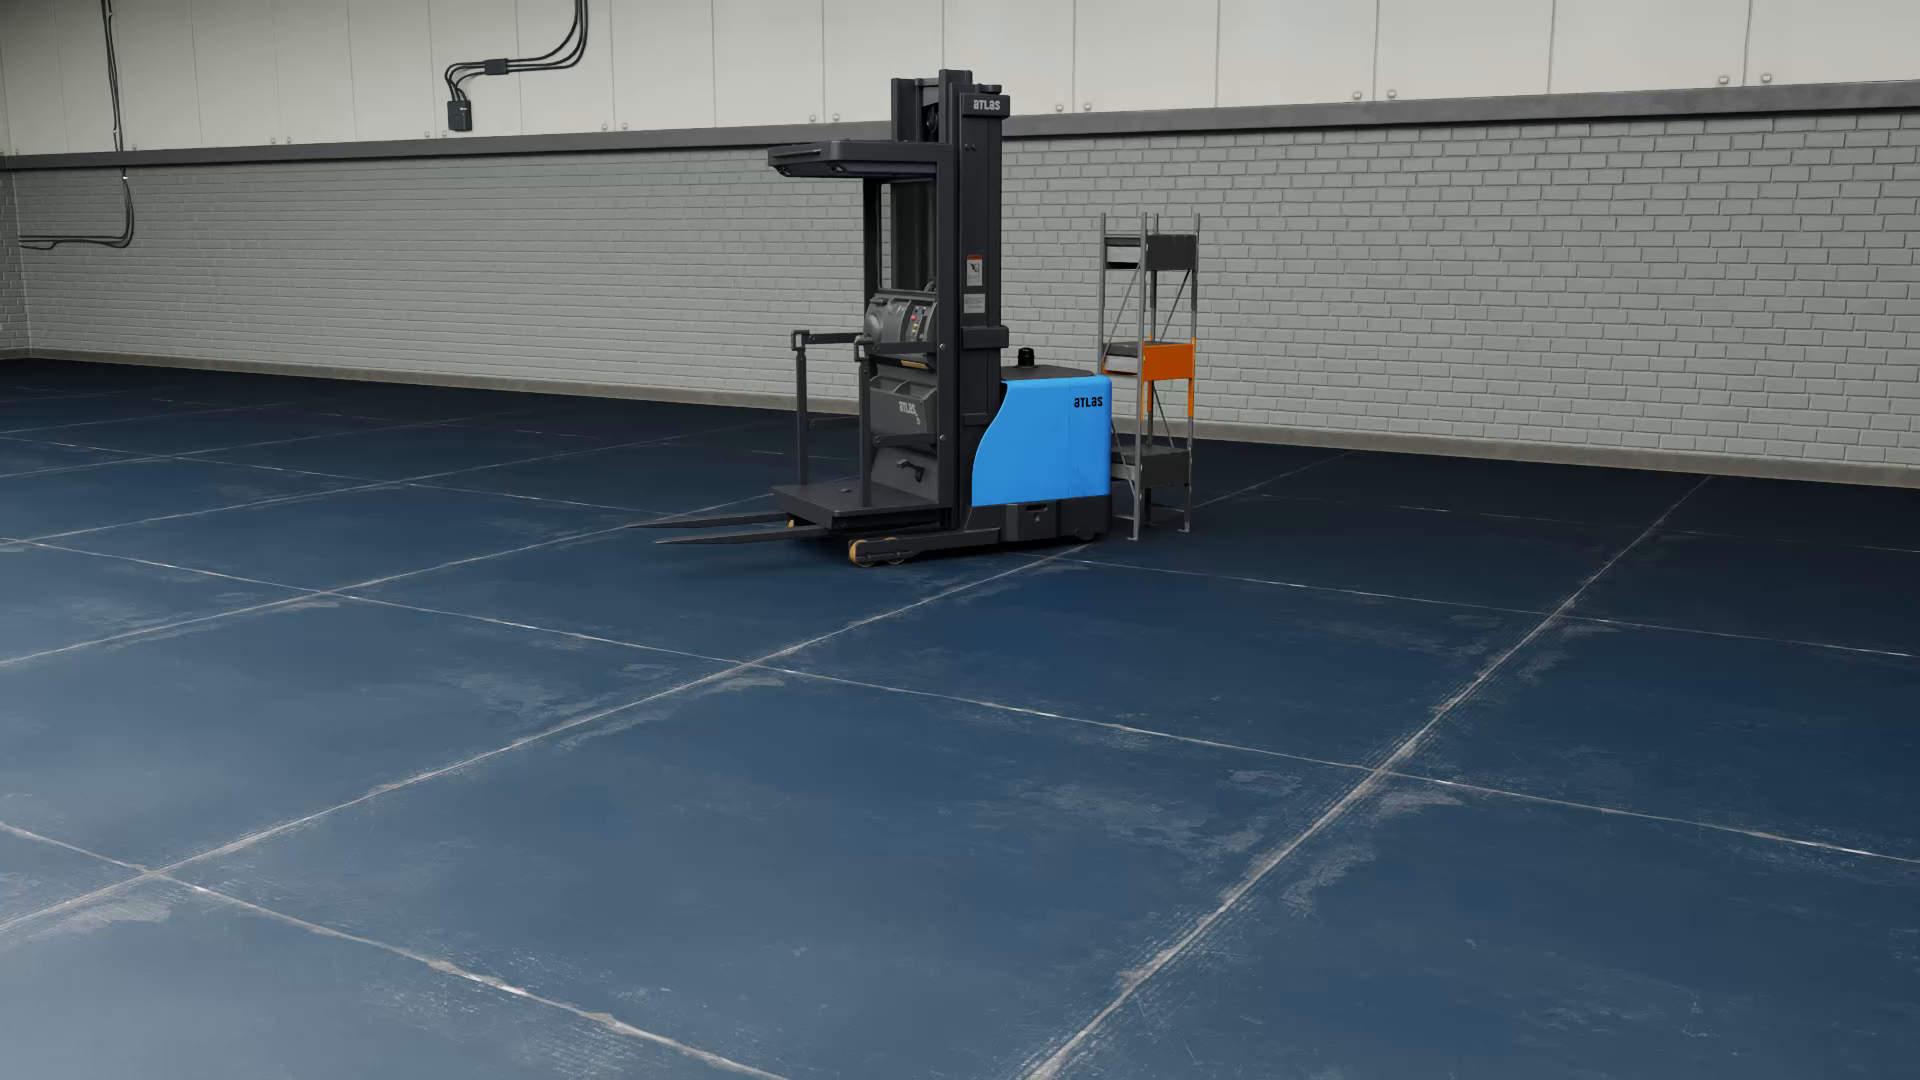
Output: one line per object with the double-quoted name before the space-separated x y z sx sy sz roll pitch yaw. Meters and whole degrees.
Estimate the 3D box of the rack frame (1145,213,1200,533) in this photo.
"rack frame" 1.411 -1.109 11.083 0.015 2.100 0.400 -8 14 -39

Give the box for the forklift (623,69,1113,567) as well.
"forklift" -0.559 -1.387 10.314 3.031 2.935 1.130 -5 12 -27

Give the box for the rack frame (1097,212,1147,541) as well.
"rack frame" 1.035 -1.054 10.777 0.015 2.100 0.400 -8 14 -39

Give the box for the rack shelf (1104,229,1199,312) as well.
"rack shelf" 1.227 -1.756 10.803 0.480 0.518 0.431 -8 14 -39

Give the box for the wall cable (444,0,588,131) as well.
"wall cable" -5.334 -7.923 19.491 2.305 6.003 0.169 6 12 31

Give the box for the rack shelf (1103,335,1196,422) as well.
"rack shelf" 1.223 -1.068 10.932 0.480 0.518 0.431 -8 14 -39

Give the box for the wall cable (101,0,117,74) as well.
"wall cable" -11.127 -7.858 23.102 3.097 2.526 0.112 6 12 31

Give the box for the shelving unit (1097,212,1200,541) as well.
"shelving unit" 1.223 -1.082 10.930 0.503 2.100 0.431 -8 14 -39

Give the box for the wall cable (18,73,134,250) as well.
"wall cable" -13.439 -5.634 24.948 3.097 2.526 0.112 6 12 31

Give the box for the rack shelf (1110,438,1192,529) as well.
"rack shelf" 1.219 -0.380 11.062 0.480 0.518 0.431 -8 14 -39
